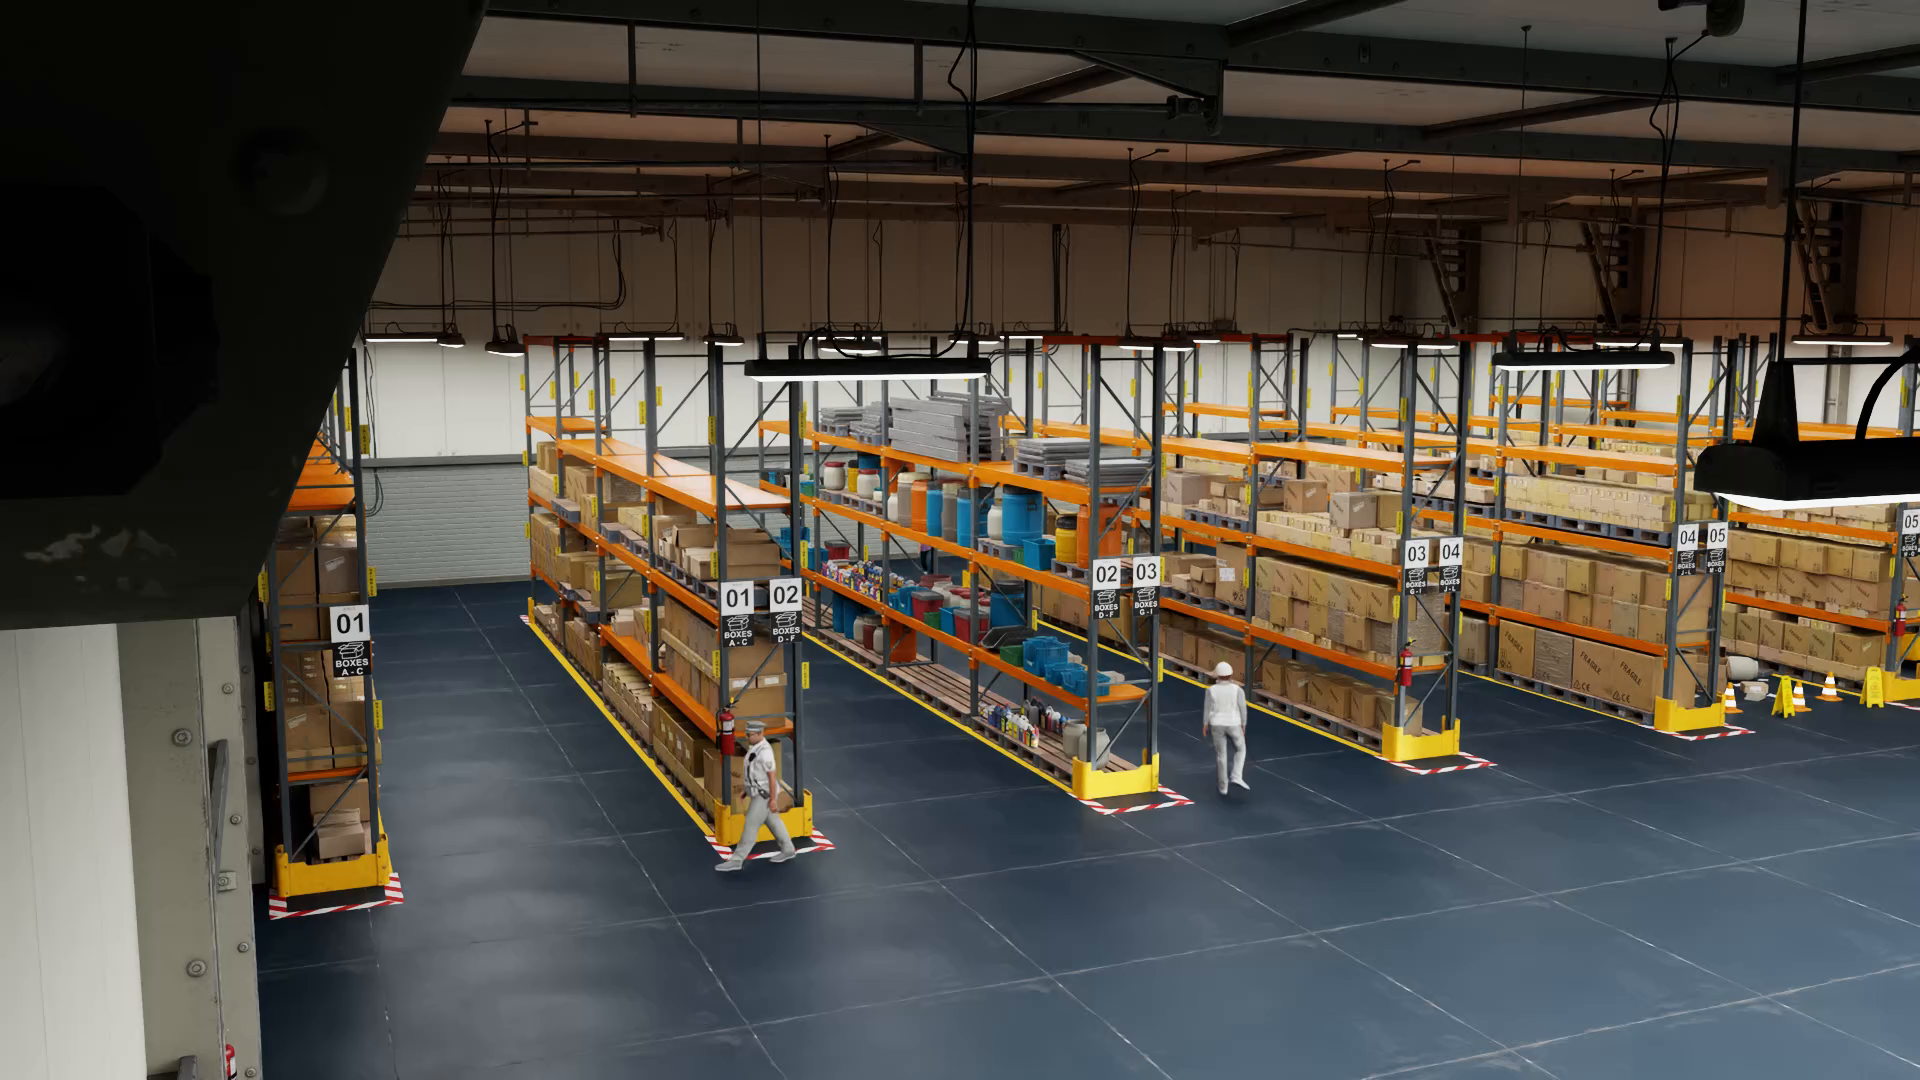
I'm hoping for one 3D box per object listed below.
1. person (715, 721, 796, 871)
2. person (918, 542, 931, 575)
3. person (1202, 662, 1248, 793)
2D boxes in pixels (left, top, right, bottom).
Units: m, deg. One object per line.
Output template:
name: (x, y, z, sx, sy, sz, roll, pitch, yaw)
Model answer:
person: (-2.378, 2.925, 19.178, 0.998, 1.700, 0.570, -2, 8, -16)
person: (-0.784, 0.223, 39.999, 0.419, 1.555, 0.864, 1, 8, 5)
person: (3.569, 2.495, 22.297, 0.647, 1.755, 0.464, 2, 8, 17)
